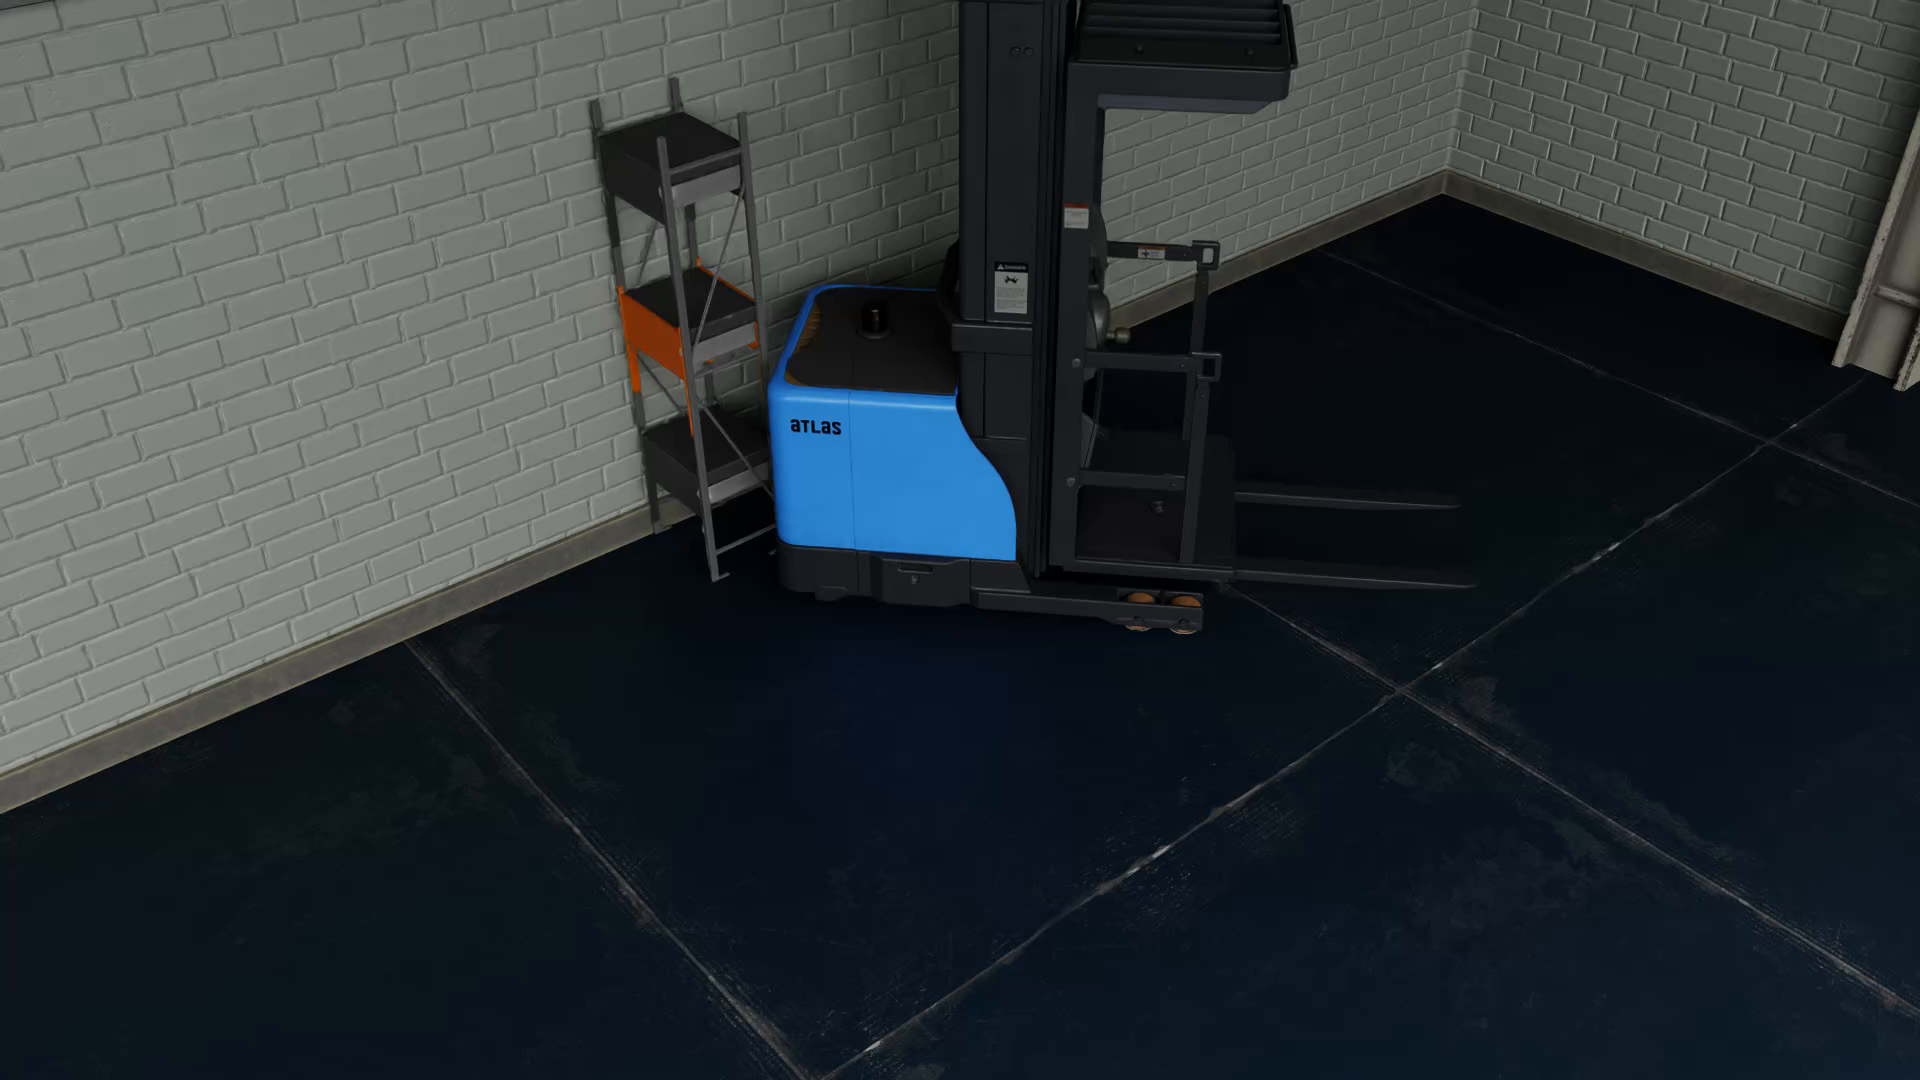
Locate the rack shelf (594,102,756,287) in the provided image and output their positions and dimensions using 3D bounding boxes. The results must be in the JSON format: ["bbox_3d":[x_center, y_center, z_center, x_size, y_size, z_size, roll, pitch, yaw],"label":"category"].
[{"bbox_3d":[-1.140,-1.400,6.715,0.431,0.518,0.480,-27,43,-31],"label":"rack shelf"}]

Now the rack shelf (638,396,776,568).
[{"bbox_3d":[-1.123,-0.268,7.539,0.431,0.518,0.480,-27,43,-31],"label":"rack shelf"}]

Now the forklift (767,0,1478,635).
[{"bbox_3d":[0.747,-1.115,6.788,3.031,2.935,1.130,4,35,6],"label":"forklift"}]

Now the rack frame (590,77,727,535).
[{"bbox_3d":[-1.289,-0.954,7.271,0.400,2.100,0.015,-27,43,-31],"label":"rack frame"}]

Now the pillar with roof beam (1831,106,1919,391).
[{"bbox_3d":[1.727,-3.002,4.203,9.100,9.000,0.400,-26,43,-32],"label":"pillar with roof beam"}]

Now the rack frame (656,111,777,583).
[{"bbox_3d":[-0.975,-0.737,6.967,0.400,2.100,0.015,-27,43,-31],"label":"rack frame"}]

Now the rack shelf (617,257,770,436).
[{"bbox_3d":[-1.132,-0.834,7.127,0.431,0.518,0.480,-27,43,-31],"label":"rack shelf"}]

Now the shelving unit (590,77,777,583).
[{"bbox_3d":[-1.132,-0.845,7.119,0.431,2.100,0.503,-27,43,-31],"label":"shelving unit"}]
